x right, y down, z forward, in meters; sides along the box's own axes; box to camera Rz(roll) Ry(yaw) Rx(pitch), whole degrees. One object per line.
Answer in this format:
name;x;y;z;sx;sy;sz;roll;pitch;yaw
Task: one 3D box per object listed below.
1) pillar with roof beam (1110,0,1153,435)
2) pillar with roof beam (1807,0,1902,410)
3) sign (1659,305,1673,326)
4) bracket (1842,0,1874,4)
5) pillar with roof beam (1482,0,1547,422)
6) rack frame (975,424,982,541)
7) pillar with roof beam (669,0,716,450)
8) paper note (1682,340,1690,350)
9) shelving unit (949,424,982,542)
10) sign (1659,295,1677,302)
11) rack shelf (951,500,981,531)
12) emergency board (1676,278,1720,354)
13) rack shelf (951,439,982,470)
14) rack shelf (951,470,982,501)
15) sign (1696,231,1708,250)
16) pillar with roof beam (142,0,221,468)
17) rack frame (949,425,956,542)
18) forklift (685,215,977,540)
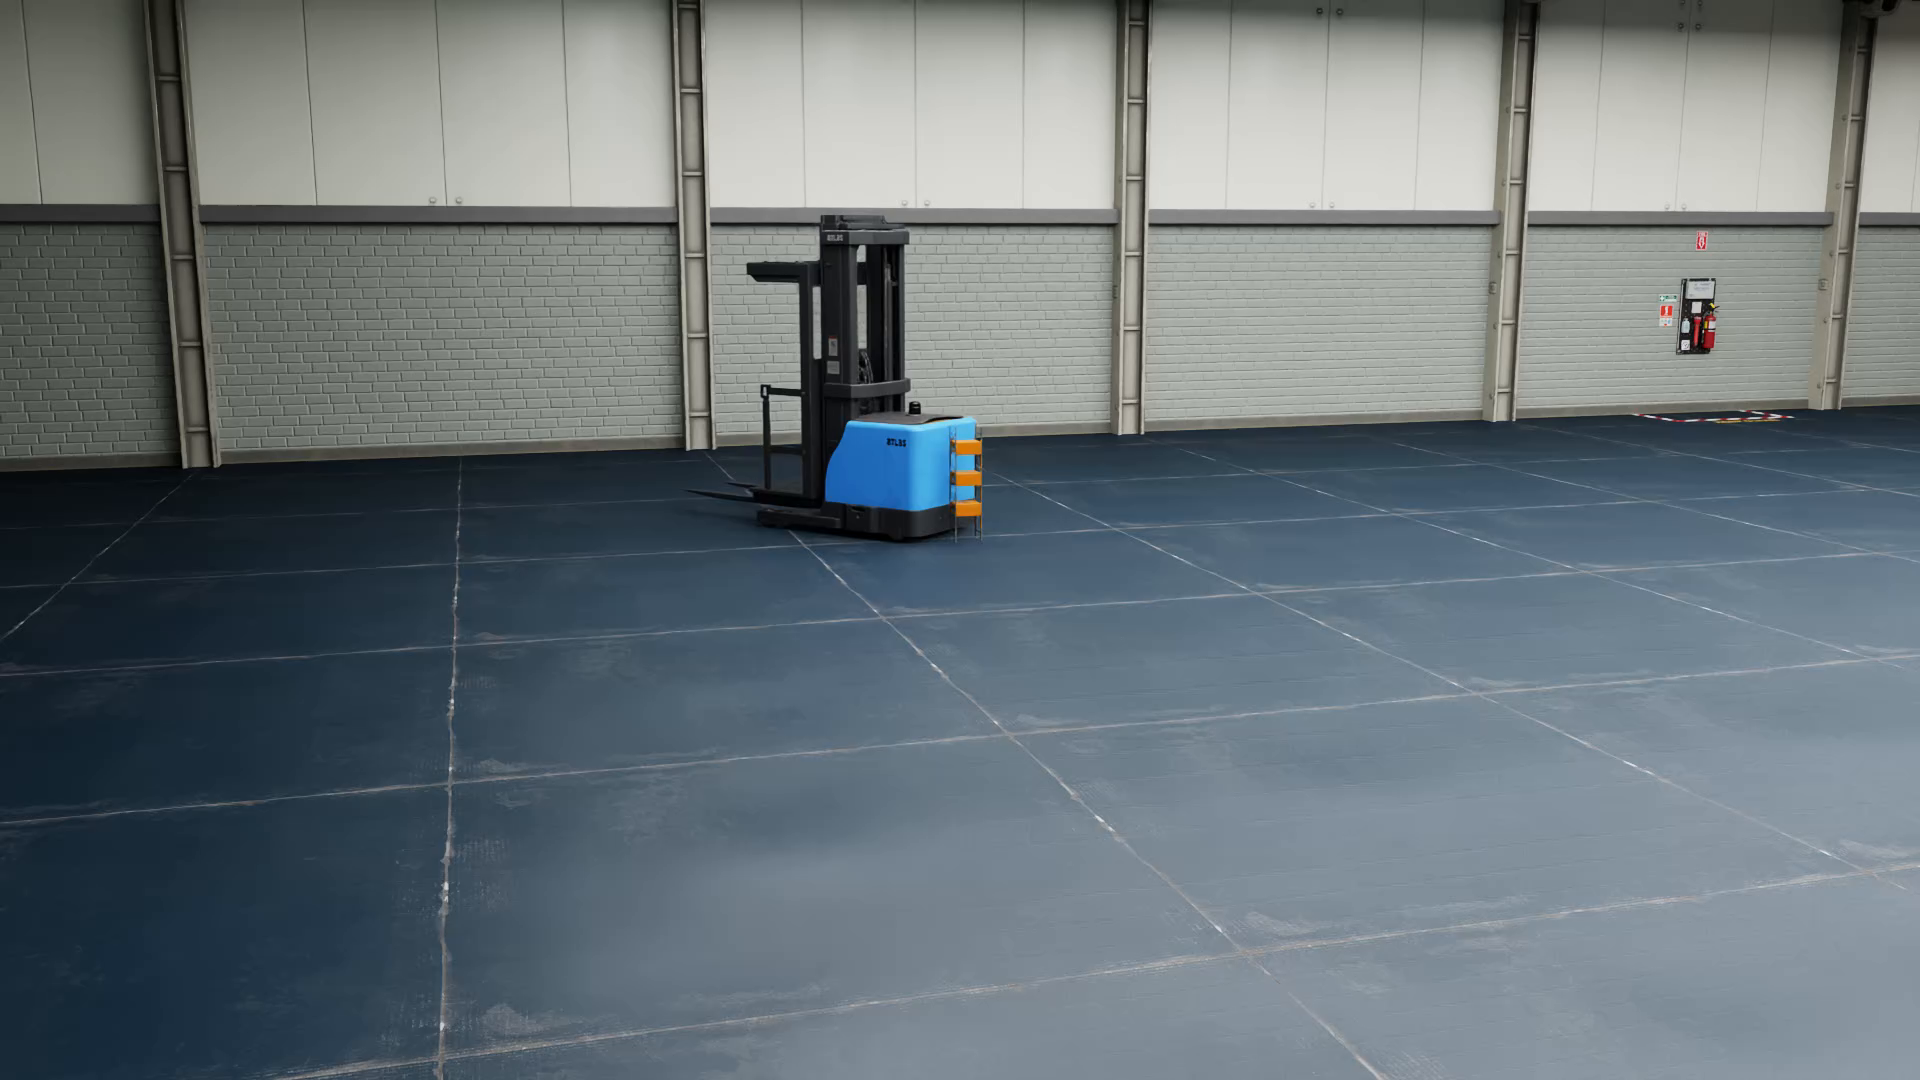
pillar with roof beam;3.556;-5.180;18.534;0.400;9.000;9.100;-3;11;-16
pillar with roof beam;15.078;-5.787;21.832;0.548;9.000;9.100;-3;11;-16
sign;10.932;-3.474;25.739;0.234;0.329;0.001;-3;11;-16
bracket;13.576;-8.223;25.122;0.430;0.232;0.235;-3;11;-16
pillar with roof beam;9.317;-5.484;20.183;0.548;9.000;9.100;-3;11;-16
rack frame;0.169;-0.525;15.203;0.008;1.050;0.200;-3;11;-16
pillar with roof beam;-2.205;-4.876;16.884;0.400;9.000;9.100;-3;11;-16
paper note;11.302;-3.037;25.894;0.142;0.148;0.016;-3;11;-16
shelving unit;0.051;-0.519;15.170;0.252;1.050;0.215;-3;11;-16
sign;10.939;-3.734;25.684;0.331;0.109;0.001;-3;11;-16
rack shelf;0.051;-0.235;15.222;0.240;0.259;0.215;-3;11;-16
emergency board;11.491;-3.467;25.797;0.643;1.169;0.194;-3;11;-16
rack shelf;0.051;-0.788;15.120;0.240;0.259;0.215;-3;11;-16
rack shelf;0.051;-0.509;15.172;0.240;0.259;0.215;-3;11;-16
sign;11.456;-4.624;25.679;0.199;0.298;0.001;-3;11;-16
pillar with roof beam;-7.965;-4.573;15.235;0.400;9.000;9.100;-3;11;-16
rack frame;-0.066;-0.513;15.136;0.008;1.050;0.200;-3;11;-16
forklift;-1.338;-1.621;15.958;3.031;2.935;1.130;7;13;34
